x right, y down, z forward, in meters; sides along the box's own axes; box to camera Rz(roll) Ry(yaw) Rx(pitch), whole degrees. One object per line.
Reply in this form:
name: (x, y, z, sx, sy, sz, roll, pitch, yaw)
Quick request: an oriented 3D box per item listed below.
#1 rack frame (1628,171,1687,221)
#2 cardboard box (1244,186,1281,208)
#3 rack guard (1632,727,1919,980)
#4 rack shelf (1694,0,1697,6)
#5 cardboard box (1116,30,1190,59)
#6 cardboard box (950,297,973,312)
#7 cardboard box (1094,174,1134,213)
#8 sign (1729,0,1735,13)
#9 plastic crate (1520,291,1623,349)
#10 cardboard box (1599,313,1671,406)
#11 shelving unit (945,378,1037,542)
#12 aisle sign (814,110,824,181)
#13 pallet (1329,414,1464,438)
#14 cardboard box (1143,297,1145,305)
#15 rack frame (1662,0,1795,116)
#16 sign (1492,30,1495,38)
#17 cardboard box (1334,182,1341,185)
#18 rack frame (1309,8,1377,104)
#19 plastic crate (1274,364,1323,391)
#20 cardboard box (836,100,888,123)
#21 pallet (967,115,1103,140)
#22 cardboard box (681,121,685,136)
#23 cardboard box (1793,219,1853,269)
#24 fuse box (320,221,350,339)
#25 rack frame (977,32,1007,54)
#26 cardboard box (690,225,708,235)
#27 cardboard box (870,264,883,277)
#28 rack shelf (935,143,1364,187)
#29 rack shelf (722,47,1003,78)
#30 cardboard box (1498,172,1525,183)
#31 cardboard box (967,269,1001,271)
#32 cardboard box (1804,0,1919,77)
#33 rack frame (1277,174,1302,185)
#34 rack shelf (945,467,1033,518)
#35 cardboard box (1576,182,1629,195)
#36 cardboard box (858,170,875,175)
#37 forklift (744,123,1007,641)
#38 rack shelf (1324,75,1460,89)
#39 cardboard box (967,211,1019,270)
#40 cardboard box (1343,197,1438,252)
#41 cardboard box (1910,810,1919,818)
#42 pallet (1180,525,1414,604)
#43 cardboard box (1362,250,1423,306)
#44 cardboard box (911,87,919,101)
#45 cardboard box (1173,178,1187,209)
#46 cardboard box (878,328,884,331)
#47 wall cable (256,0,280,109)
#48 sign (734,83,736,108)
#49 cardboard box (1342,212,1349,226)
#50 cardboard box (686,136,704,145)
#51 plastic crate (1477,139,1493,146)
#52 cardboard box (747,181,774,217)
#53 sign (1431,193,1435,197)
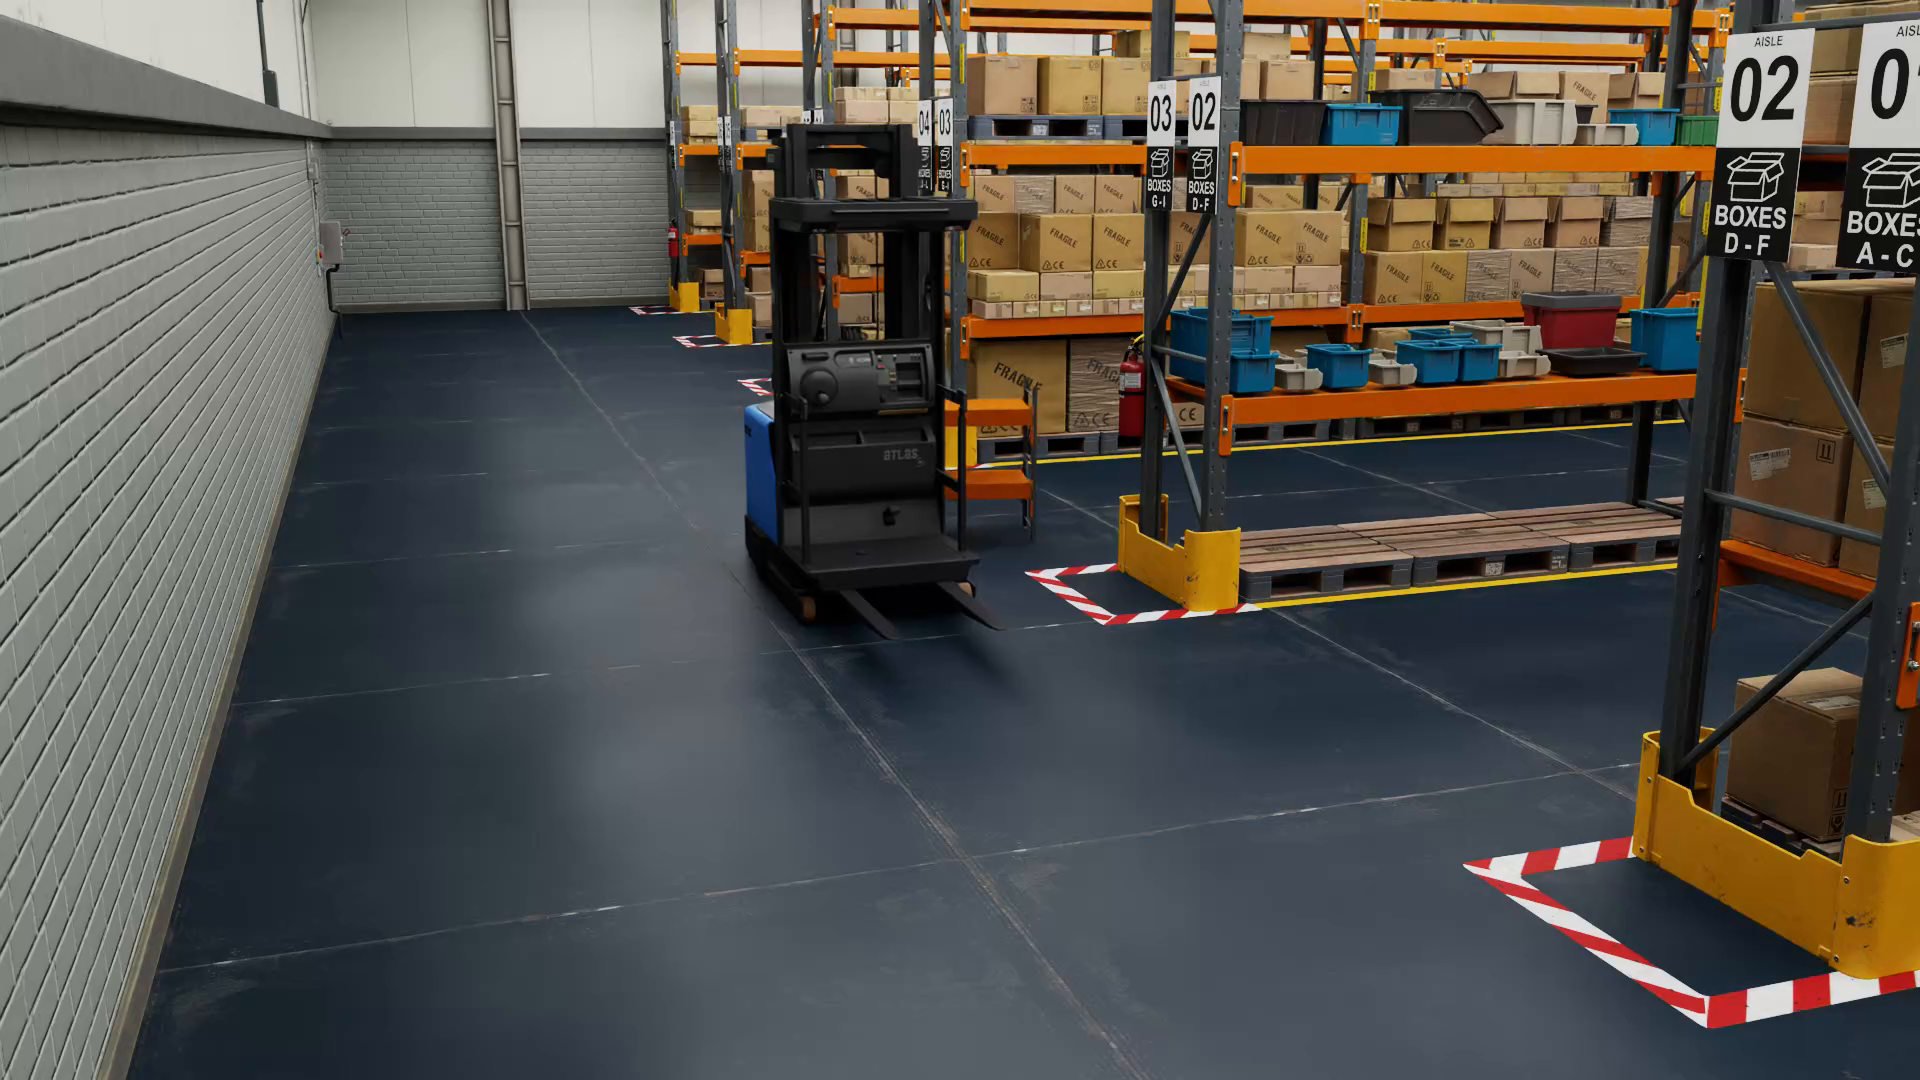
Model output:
rack frame: (9.731, -4.224, 23.418, 0.127, 3.000, 1.000, -4, 14, -18)
cardboard box: (4.766, -5.387, 26.541, 0.500, 0.500, 0.500, -5, 14, -20)
rack guard: (3.072, 1.141, 6.267, 0.348, 0.500, 1.175, -4, 14, -18)
rack shelf: (7.110, -3.973, 11.820, 4.000, 0.370, 1.077, -4, 14, -18)
cardboard box: (1.762, -4.515, 15.202, 0.500, 0.250, 0.500, -5, 14, -20)
cardboard box: (0.076, -2.219, 15.533, 0.250, 0.149, 0.380, -4, 14, -17)
cardboard box: (1.790, -4.219, 20.379, 0.500, 0.500, 0.500, -5, 14, -20)
sign: (2.842, -2.083, 6.023, 0.005, 0.325, 0.100, -4, 14, -18)
plastic crate: (4.288, -1.501, 11.704, 0.583, 0.464, 0.402, -4, 14, -18)
cardboard box: (6.765, -1.958, 17.574, 0.875, 0.875, 1.225, -5, 14, -21)
shelving unit: (0.005, -0.583, 12.161, 1.048, 1.125, 0.538, -1, 13, -5)
aisle sign: (-1.616, -4.532, 19.094, 0.004, 0.787, 0.394, -4, 14, -18)
pallet: (4.342, -1.255, 16.962, 1.213, 0.211, 1.003, -4, 14, -18)
cardboard box: (1.743, -2.188, 15.403, 0.250, 0.149, 0.380, -5, 14, -19)
rack frame: (5.215, -4.370, 11.070, 0.127, 3.000, 1.000, -4, 14, -18)
sign: (10.421, -9.977, 32.451, 0.005, 0.325, 0.100, -4, 14, -18)
cardboard box: (7.324, -6.918, 32.482, 0.250, 0.149, 0.380, -5, 14, -19)
rack frame: (3.635, -5.457, 15.637, 0.127, 3.000, 1.000, -4, 14, -18)
plastic crate: (2.093, -1.009, 10.343, 0.298, 0.136, 0.250, -4, 14, -18)
cardboard box: (-1.134, -4.944, 19.206, 0.500, 0.250, 0.500, -4, 14, -17)
pallet: (0.544, -3.716, 14.993, 1.213, 0.211, 1.003, -4, 14, -18)
cardboard box: (-4.569, -7.128, 28.828, 0.500, 0.250, 0.500, -5, 14, -19)
cardboard box: (9.604, -3.235, 18.129, 0.637, 0.503, 0.797, -3, 14, -12)
fuse box: (-9.185, -3.840, 24.587, 0.414, 1.711, 0.539, -4, 14, -18)
rack frame: (0.474, -7.630, 24.774, 0.127, 3.000, 1.000, -4, 14, -18)
cardboard box: (-4.504, -5.347, 28.681, 0.250, 0.149, 0.380, -5, 14, -18)
cardboard box: (-1.003, -3.196, 19.639, 0.250, 0.149, 0.380, -4, 14, -16)
rack shelf: (1.739, -3.500, 15.446, 4.000, 0.370, 1.077, -4, 14, -18)
rack shelf: (-1.421, -6.938, 24.283, 4.000, 0.370, 1.077, -4, 14, -18)
cardboard box: (9.034, -6.000, 27.864, 0.500, 0.500, 0.700, -4, 14, -18)
cardboard box: (0.219, -2.409, 15.468, 0.500, 0.250, 0.500, -5, 14, -19)
cardboard box: (3.405, -1.793, 5.961, 0.500, 0.250, 0.500, -4, 14, -18)
rack frame: (6.470, -6.390, 32.526, 0.127, 3.000, 1.000, -4, 14, -18)
rack shelf: (0.005, -0.345, 12.218, 1.000, 0.278, 0.538, -1, 13, -5)
cardboard box: (8.775, -4.682, 22.970, 0.500, 0.500, 0.700, -5, 14, -19)
cardboard box: (-1.409, -5.338, 24.322, 0.250, 0.149, 0.380, -5, 14, -19)
forklift: (-0.542, -1.030, 10.139, 1.130, 2.935, 3.031, -4, 14, -18)
rack shelf: (8.365, -8.912, 32.582, 4.000, 0.370, 1.077, -4, 14, -18)
cardboard box: (0.222, -2.773, 15.379, 0.500, 0.500, 0.500, -4, 14, -17)
cardboard box: (4.238, -3.124, 16.409, 0.637, 0.503, 0.797, -5, 14, -20)
cardboard box: (3.743, 1.121, 6.122, 0.250, 0.166, 0.380, -4, 14, -18)
pallet: (2.218, 0.148, 11.066, 1.213, 0.211, 1.003, -4, 14, -18)
cardboard box: (4.151, -2.566, 16.231, 0.500, 0.500, 0.500, -4, 14, -18)
cardboard box: (-0.504, -5.172, 19.305, 0.250, 0.149, 0.380, -4, 14, -17)
cardboard box: (3.375, -5.407, 26.014, 0.500, 0.500, 0.500, -4, 14, -17)
cardboard box: (-0.814, -2.456, 19.953, 0.250, 0.149, 0.380, -4, 14, -17)
wall cable: (-6.615, -7.065, 15.447, 0.120, 5.999, 2.277, -4, 14, -18)
sign: (-3.145, -6.217, 23.256, 0.005, 0.325, 0.100, -4, 14, -18)
cardboard box: (4.883, -4.105, 21.270, 0.250, 0.149, 0.380, -4, 14, -16)
cardboard box: (-4.527, -6.814, 28.369, 0.250, 0.149, 0.380, -4, 14, -17)
plastic crate: (3.303, -2.694, 11.076, 0.530, 0.136, 0.437, -4, 14, -18)
cardboard box: (-2.771, -4.924, 23.986, 0.500, 0.500, 0.500, -5, 14, -19)
sign: (6.122, -4.335, 21.554, 0.005, 0.325, 0.100, -4, 14, -18)
